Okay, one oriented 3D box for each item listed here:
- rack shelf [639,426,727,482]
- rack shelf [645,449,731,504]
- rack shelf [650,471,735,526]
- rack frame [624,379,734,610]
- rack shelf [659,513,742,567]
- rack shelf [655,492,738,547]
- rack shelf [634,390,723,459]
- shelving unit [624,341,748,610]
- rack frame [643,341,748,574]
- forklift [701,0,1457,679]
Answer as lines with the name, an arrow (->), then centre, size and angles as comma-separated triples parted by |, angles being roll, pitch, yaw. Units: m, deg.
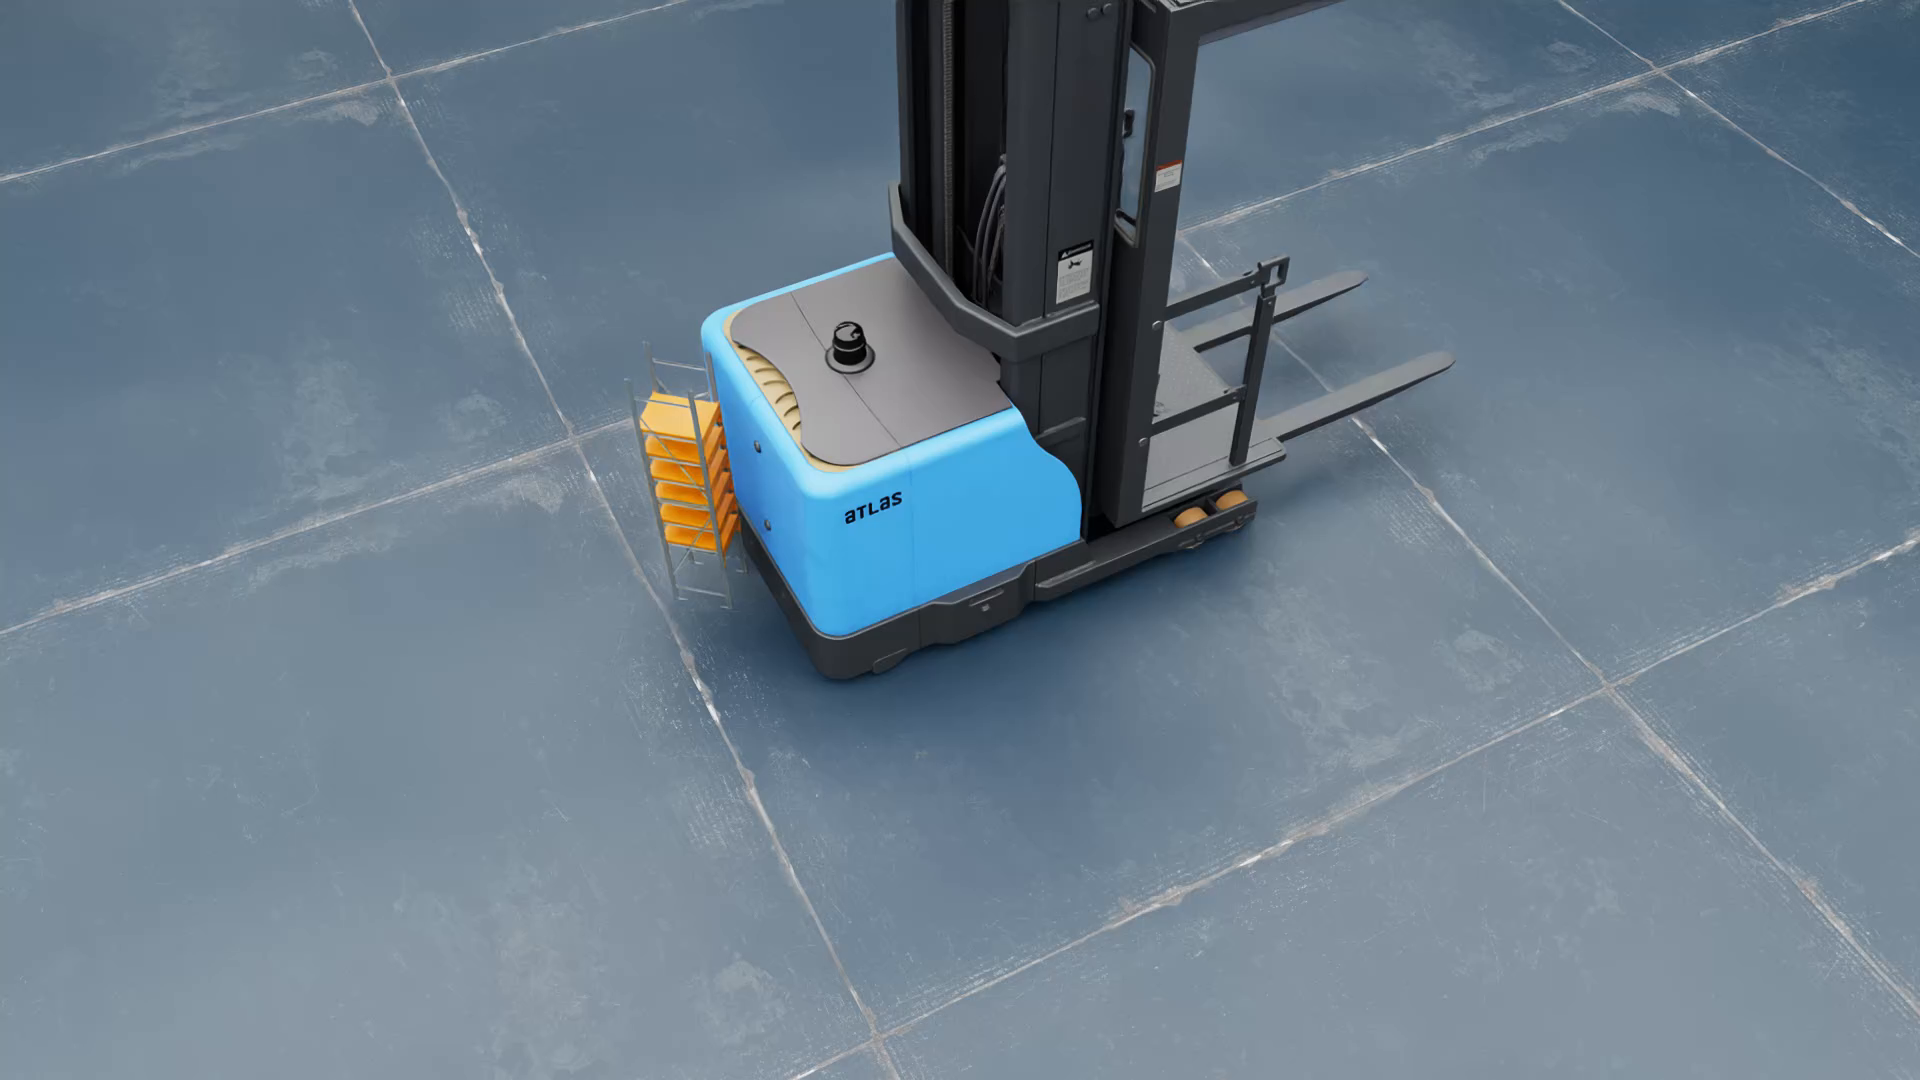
rack shelf -> -0.974, -0.325, 5.866 | 0.258, 0.103, 0.180 | 10, 52, 9
rack shelf -> -0.973, -0.249, 5.959 | 0.258, 0.103, 0.180 | 10, 52, 9
rack shelf -> -0.972, -0.173, 6.052 | 0.258, 0.103, 0.180 | 10, 52, 9
rack frame -> -0.993, -0.132, 5.961 | 0.240, 1.200, 0.006 | 10, 52, 9
rack shelf -> -0.971, -0.021, 6.237 | 0.258, 0.103, 0.180 | 10, 52, 9
rack shelf -> -0.972, -0.097, 6.145 | 0.258, 0.103, 0.180 | 10, 52, 9
rack shelf -> -0.974, -0.401, 5.773 | 0.258, 0.103, 0.180 | 10, 52, 9
shelving unit -> -0.973, -0.201, 6.017 | 0.258, 1.200, 0.189 | 10, 52, 9
rack frame -> -0.952, -0.270, 6.074 | 0.240, 1.200, 0.006 | 10, 52, 9
forklift -> 0.605, -1.263, 5.800 | 3.031, 2.935, 1.130 | -22, 52, -18
